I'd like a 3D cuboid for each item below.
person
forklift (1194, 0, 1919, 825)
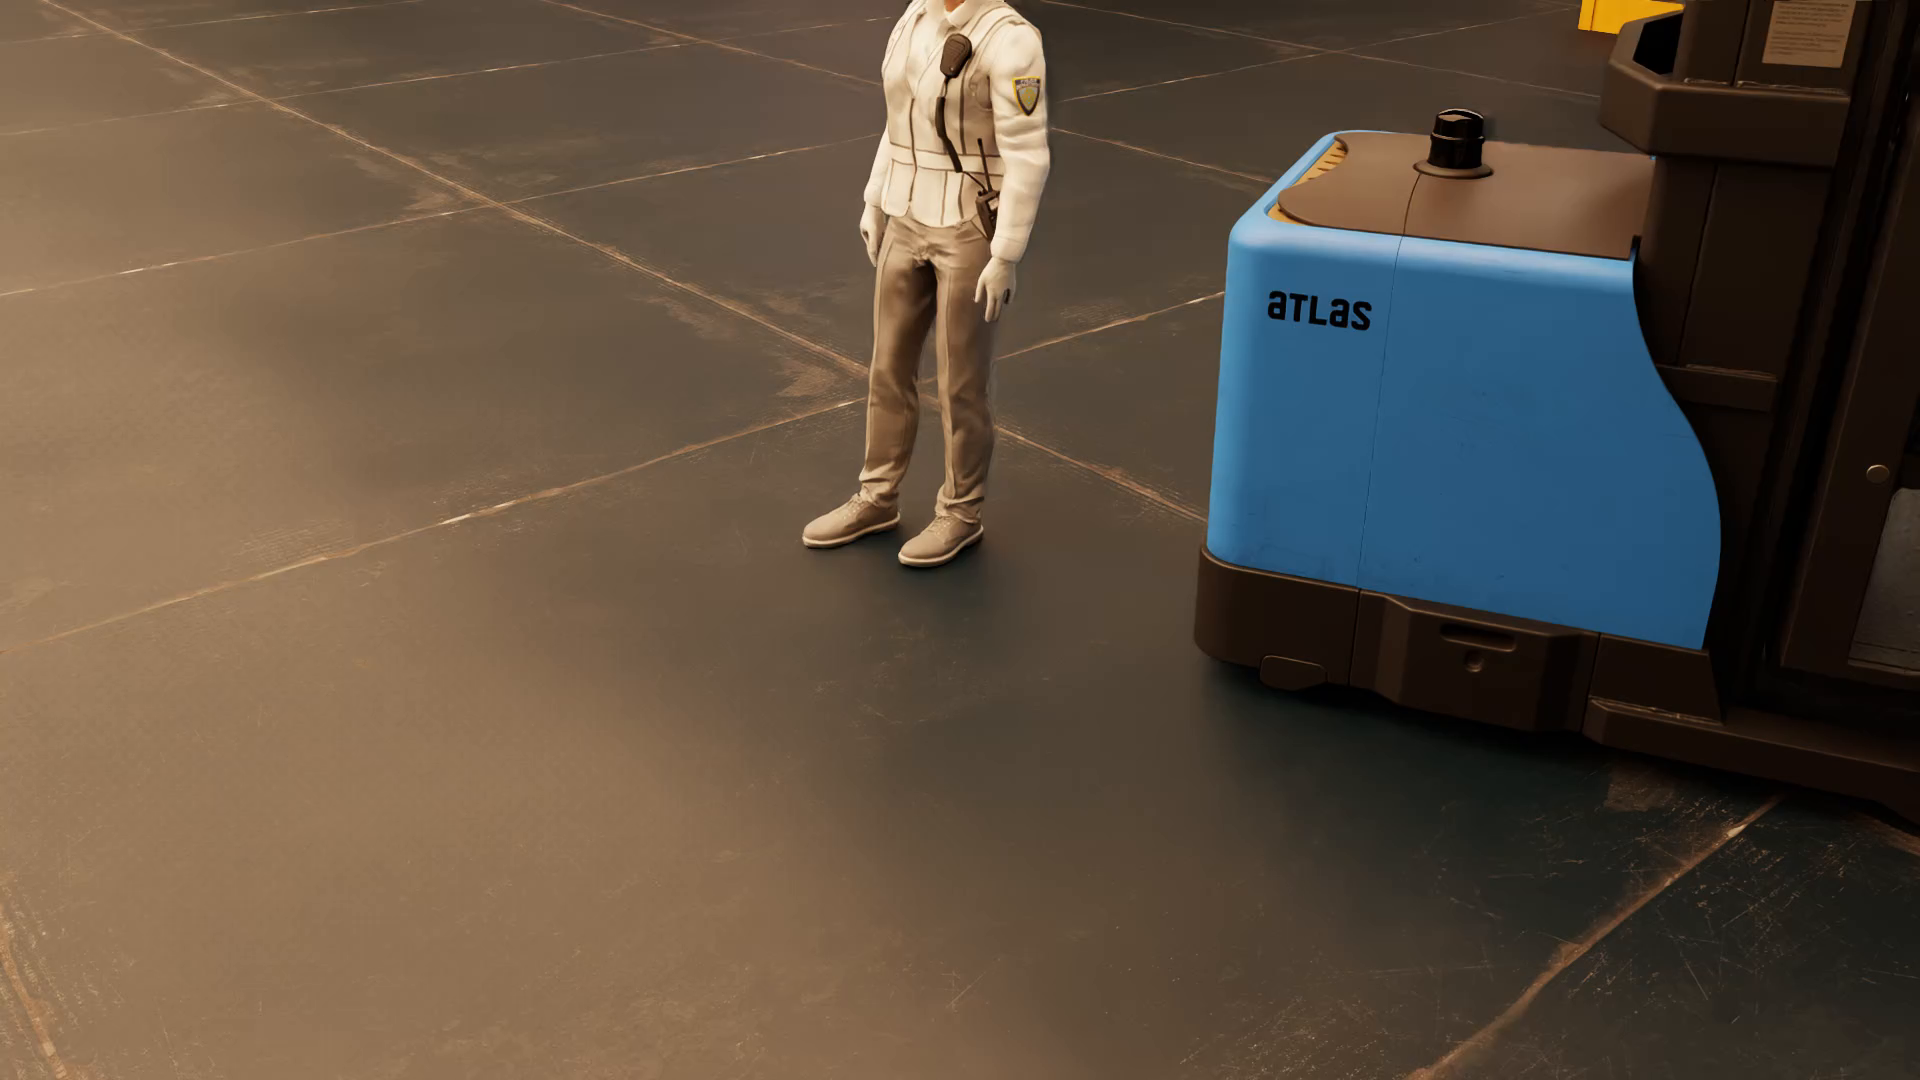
[{"bbox_3d":[-0.069,-0.730,4.069,0.497,1.693,0.598,-21,33,-36],"label":"person"},{"bbox_3d":[2.110,-0.941,3.100,3.031,2.935,1.130,11,28,20],"label":"forklift"}]
